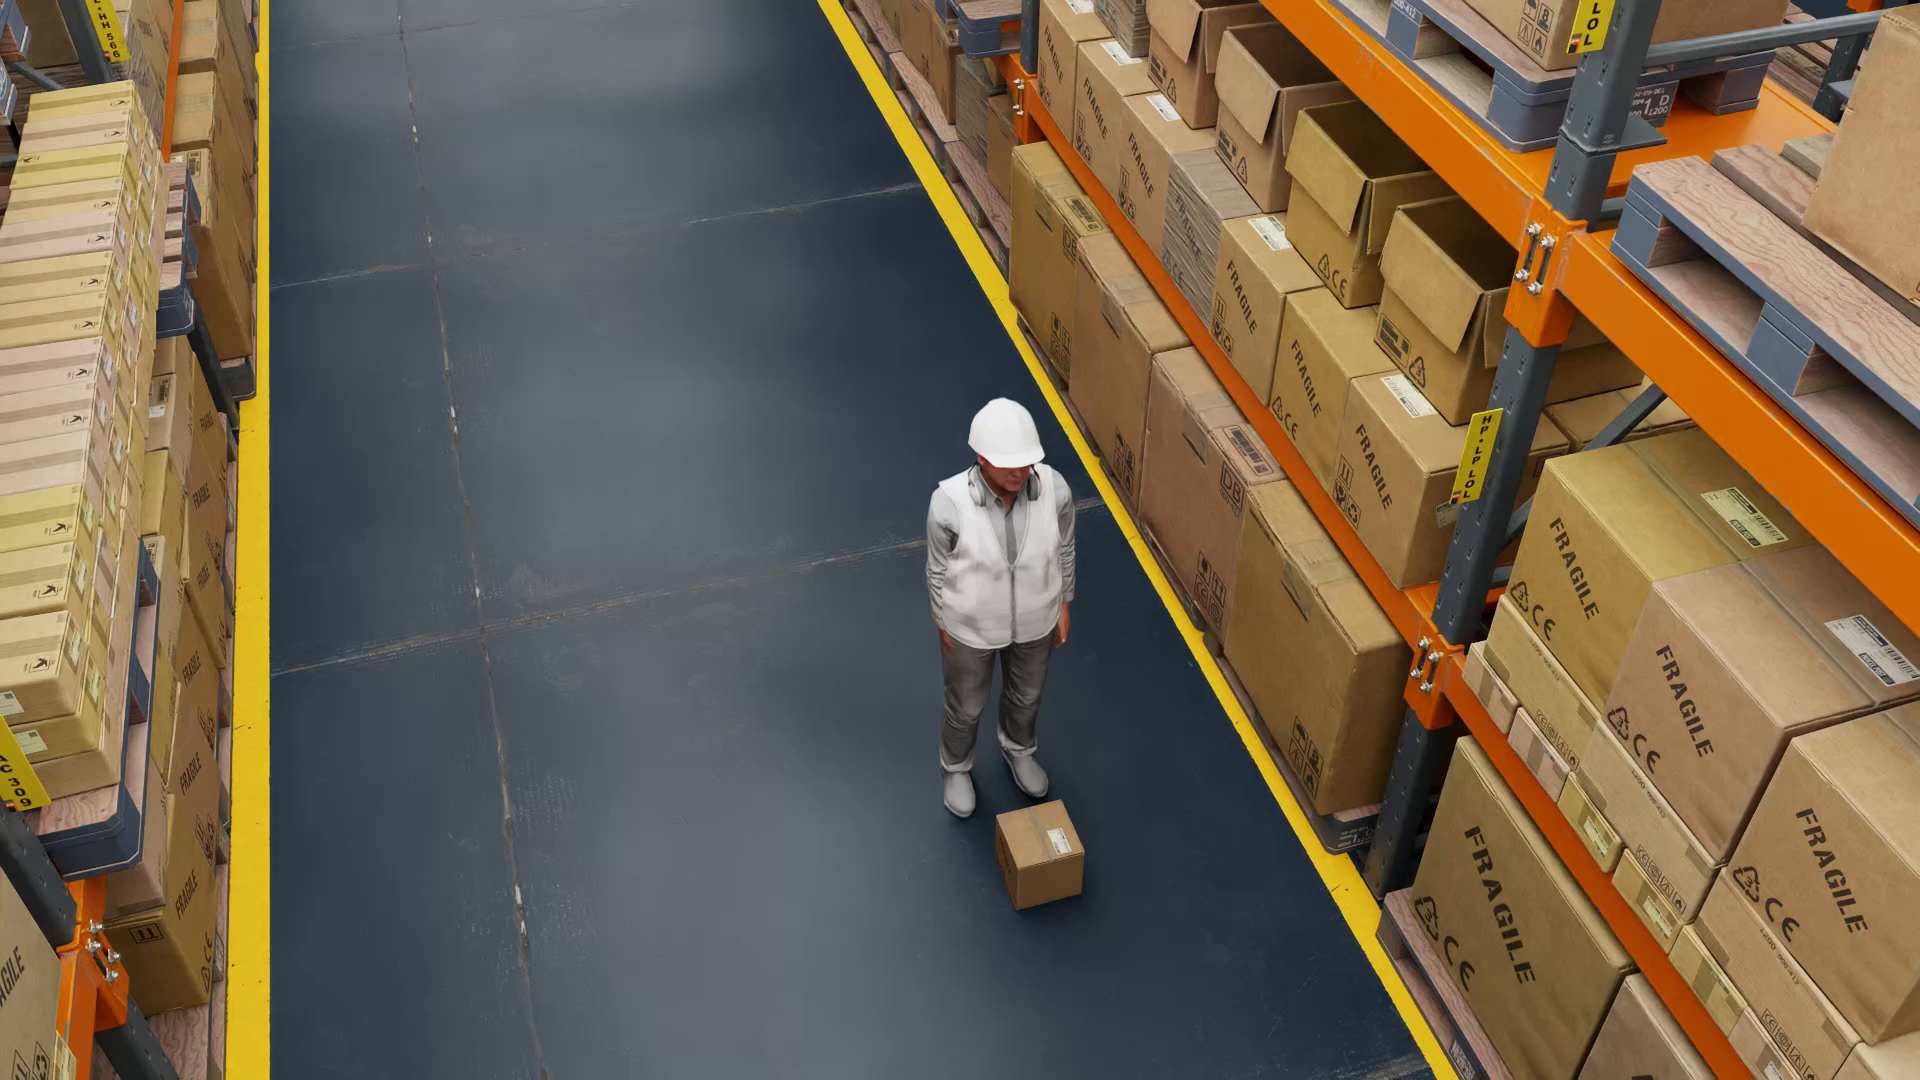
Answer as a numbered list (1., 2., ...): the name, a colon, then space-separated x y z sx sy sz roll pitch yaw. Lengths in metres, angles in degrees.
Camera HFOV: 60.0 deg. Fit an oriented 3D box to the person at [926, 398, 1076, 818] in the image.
1. person: 0.151 0.261 5.852 0.533 1.772 0.358 -11 43 -12
